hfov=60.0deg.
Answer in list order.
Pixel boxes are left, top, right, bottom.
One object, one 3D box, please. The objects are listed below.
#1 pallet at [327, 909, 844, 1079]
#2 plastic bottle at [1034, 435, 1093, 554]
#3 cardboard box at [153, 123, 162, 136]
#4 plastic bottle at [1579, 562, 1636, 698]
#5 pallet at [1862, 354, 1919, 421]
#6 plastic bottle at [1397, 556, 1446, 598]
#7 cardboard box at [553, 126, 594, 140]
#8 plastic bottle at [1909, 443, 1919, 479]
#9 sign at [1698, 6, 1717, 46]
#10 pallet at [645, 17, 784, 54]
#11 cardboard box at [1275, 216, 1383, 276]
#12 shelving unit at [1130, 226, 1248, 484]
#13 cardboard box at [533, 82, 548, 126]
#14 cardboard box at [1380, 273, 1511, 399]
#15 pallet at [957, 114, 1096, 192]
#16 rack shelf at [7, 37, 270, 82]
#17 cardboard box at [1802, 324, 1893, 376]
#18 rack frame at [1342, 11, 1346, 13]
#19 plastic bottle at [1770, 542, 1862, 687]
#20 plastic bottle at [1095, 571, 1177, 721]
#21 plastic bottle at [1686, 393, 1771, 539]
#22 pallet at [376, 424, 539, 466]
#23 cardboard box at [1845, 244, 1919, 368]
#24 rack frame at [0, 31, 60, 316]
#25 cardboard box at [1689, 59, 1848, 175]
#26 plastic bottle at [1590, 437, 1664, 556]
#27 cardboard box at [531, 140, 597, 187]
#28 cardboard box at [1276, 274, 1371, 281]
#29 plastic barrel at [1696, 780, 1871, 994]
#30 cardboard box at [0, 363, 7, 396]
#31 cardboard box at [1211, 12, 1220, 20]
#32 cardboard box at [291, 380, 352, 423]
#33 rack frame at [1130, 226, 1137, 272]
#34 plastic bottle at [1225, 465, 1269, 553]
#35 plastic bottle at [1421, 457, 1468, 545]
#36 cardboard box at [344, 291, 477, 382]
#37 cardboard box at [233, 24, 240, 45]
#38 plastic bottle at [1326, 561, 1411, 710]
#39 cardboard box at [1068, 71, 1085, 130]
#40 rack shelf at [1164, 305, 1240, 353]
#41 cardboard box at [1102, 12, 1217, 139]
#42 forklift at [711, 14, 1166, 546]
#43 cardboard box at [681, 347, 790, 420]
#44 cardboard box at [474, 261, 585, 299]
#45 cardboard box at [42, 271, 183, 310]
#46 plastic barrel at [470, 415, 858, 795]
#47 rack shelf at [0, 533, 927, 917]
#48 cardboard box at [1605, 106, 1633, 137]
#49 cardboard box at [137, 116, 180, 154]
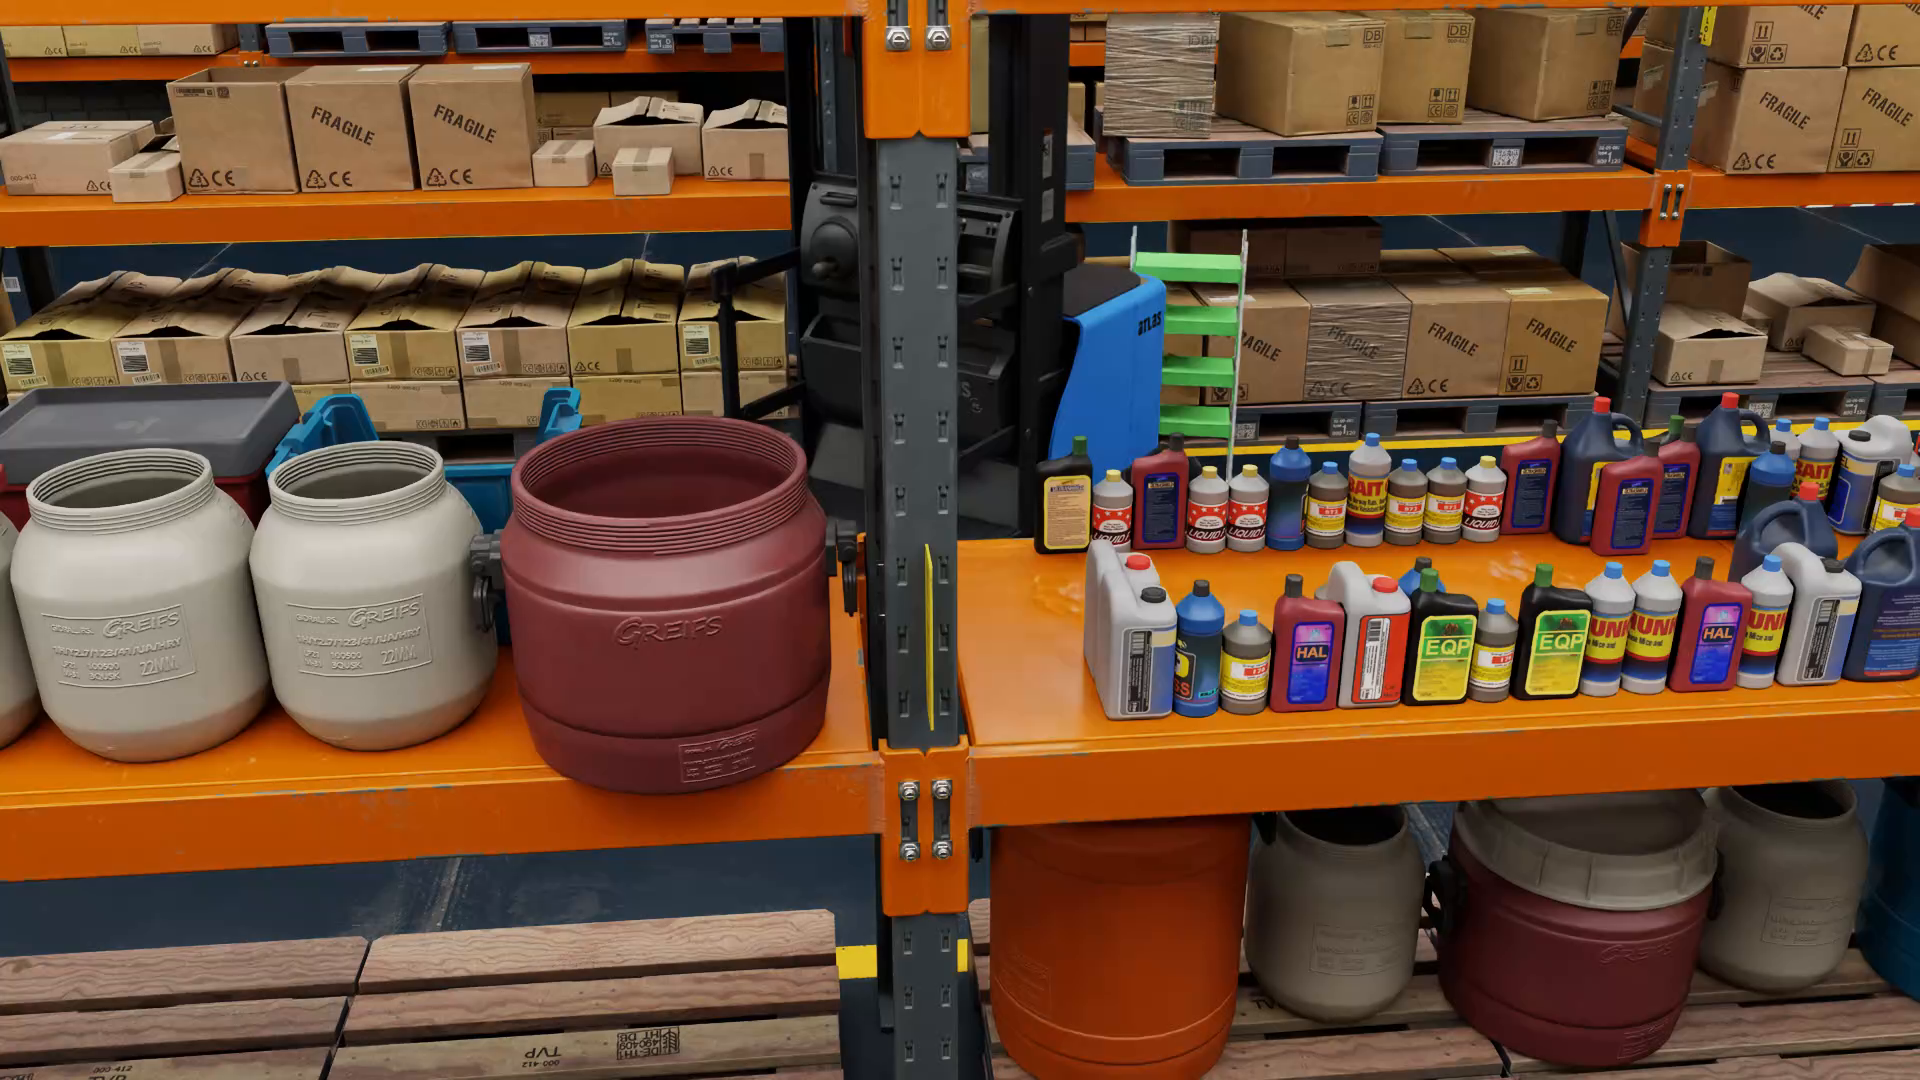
[{"bbox_3d":[-0.890,1.317,4.027,1.213,0.211,1.003,-2,24,-5],"label":"pallet"},{"bbox_3d":[0.245,-0.108,3.943,0.133,0.283,0.061,-2,24,-5],"label":"plastic bottle"},{"bbox_3d":[-6.099,-2.819,12.434,0.500,0.500,0.500,-4,24,-9],"label":"cardboard box"},{"bbox_3d":[1.288,0.173,3.326,0.097,0.271,0.097,0,24,0],"label":"plastic bottle"},{"bbox_3d":[5.282,-0.937,9.099,1.213,0.211,1.003,-2,24,-5],"label":"pallet"},{"bbox_3d":[0.919,0.163,3.349,0.097,0.271,0.097,0,24,0],"label":"plastic bottle"},{"bbox_3d":[-2.817,-2.981,12.800,0.500,0.500,0.700,-2,24,-5],"label":"cardboard box"},{"bbox_3d":[2.327,-0.147,4.131,0.097,0.201,0.097,0,24,0],"label":"plastic bottle"},{"bbox_3d":[3.440,-2.439,7.620,0.005,0.325,0.100,-2,24,-5],"label":"sign"},{"bbox_3d":[-1.788,-3.818,12.383,1.003,0.211,1.213,-2,24,-5],"label":"pallet"},{"bbox_3d":[1.881,-1.575,8.714,0.500,0.250,0.500,-2,24,-5],"label":"cardboard box"},{"bbox_3d":[1.013,-0.803,7.579,0.503,1.200,0.258,3,24,7],"label":"shelving unit"},{"bbox_3d":[-3.384,-3.296,12.585,0.500,0.250,0.500,-3,24,-7],"label":"cardboard box"},{"bbox_3d":[2.426,-1.041,8.436,0.500,0.500,0.500,-2,24,-5],"label":"cardboard box"},{"bbox_3d":[0.069,-1.943,8.164,1.003,0.211,1.213,-2,24,-5],"label":"pallet"},{"bbox_3d":[-7.060,-3.409,12.112,4.000,0.370,1.077,-2,24,-5],"label":"rack shelf"},{"bbox_3d":[4.681,-1.009,8.773,0.250,0.166,0.380,-2,24,-5],"label":"cardboard box"},{"bbox_3d":[2.891,-4.137,12.864,0.127,3.000,1.000,-2,24,-5],"label":"rack frame"},{"bbox_3d":[1.727,0.142,3.390,0.135,0.276,0.152,-2,24,-5],"label":"plastic bottle"},{"bbox_3d":[0.347,0.197,3.265,0.135,0.276,0.152,-2,24,-5],"label":"plastic bottle"},{"bbox_3d":[1.862,-0.187,4.037,0.185,0.351,0.144,-2,24,-5],"label":"plastic bottle"},{"bbox_3d":[-2.633,-0.636,8.421,1.213,0.211,1.003,-2,24,-5],"label":"pallet"},{"bbox_3d":[5.251,-1.272,8.950,0.637,0.503,0.797,-2,24,-5],"label":"cardboard box"},{"bbox_3d":[-4.579,-1.815,7.641,0.127,3.000,1.000,-2,24,-5],"label":"rack frame"},{"bbox_3d":[3.916,-2.091,8.137,0.500,0.500,0.500,-2,24,-4],"label":"cardboard box"},{"bbox_3d":[1.580,-0.103,3.931,0.133,0.283,0.061,-2,24,-5],"label":"plastic bottle"},{"bbox_3d":[-1.862,-1.786,7.885,0.250,0.149,0.380,-1,24,-1],"label":"cardboard box"},{"bbox_3d":[1.849,-1.230,8.860,0.500,0.500,0.500,-2,24,-5],"label":"cardboard box"},{"bbox_3d":[2.047,0.842,4.208,0.421,0.512,0.421,0,24,0],"label":"plastic barrel"},{"bbox_3d":[-5.071,-0.855,8.348,0.500,0.250,0.500,-2,24,-5],"label":"cardboard box"},{"bbox_3d":[1.950,-4.183,12.454,0.500,0.500,0.500,-2,24,-5],"label":"cardboard box"},{"bbox_3d":[-3.130,-0.708,8.019,0.500,0.250,0.500,-3,24,-7],"label":"cardboard box"},{"bbox_3d":[0.772,-0.816,7.609,0.015,1.200,0.240,3,24,7],"label":"rack frame"},{"bbox_3d":[0.688,-0.081,3.983,0.097,0.201,0.097,0,24,0],"label":"plastic bottle"},{"bbox_3d":[1.172,-0.100,4.027,0.097,0.201,0.097,0,24,0],"label":"plastic bottle"},{"bbox_3d":[-2.614,-0.985,7.950,0.500,0.311,0.500,-2,24,-4],"label":"cardboard box"},{"bbox_3d":[-5.559,-3.826,12.325,0.500,0.250,0.500,-2,24,-5],"label":"cardboard box"},{"bbox_3d":[0.807,0.179,3.307,0.135,0.276,0.152,-2,24,-5],"label":"plastic bottle"},{"bbox_3d":[0.528,-3.195,12.875,0.750,0.750,0.750,-2,24,-5],"label":"cardboard box"},{"bbox_3d":[1.013,-0.964,7.508,0.480,0.148,0.258,3,24,7],"label":"rack shelf"},{"bbox_3d":[0.946,-2.243,7.962,0.500,0.500,0.700,2,24,5],"label":"cardboard box"},{"bbox_3d":[-0.323,-1.097,6.110,1.130,2.935,3.031,15,28,30],"label":"forklift"},{"bbox_3d":[-1.098,-0.791,8.204,0.500,0.250,0.500,-2,24,-4],"label":"cardboard box"},{"bbox_3d":[-2.179,-1.221,8.481,0.500,0.311,0.500,-3,24,-7],"label":"cardboard box"},{"bbox_3d":[-4.205,-1.139,8.297,0.500,0.311,0.500,-2,24,-5],"label":"cardboard box"},{"bbox_3d":[-0.548,0.106,3.151,0.708,0.536,0.600,-2,24,-5],"label":"plastic barrel"},{"bbox_3d":[-2.106,0.436,3.462,4.000,0.370,1.077,-2,24,-5],"label":"rack shelf"},{"bbox_3d":[5.187,-3.237,13.401,0.500,0.500,0.700,-3,24,-7],"label":"cardboard box"},{"bbox_3d":[-3.723,-1.863,7.914,0.258,0.266,0.396,-3,24,-6],"label":"cardboard box"}]
